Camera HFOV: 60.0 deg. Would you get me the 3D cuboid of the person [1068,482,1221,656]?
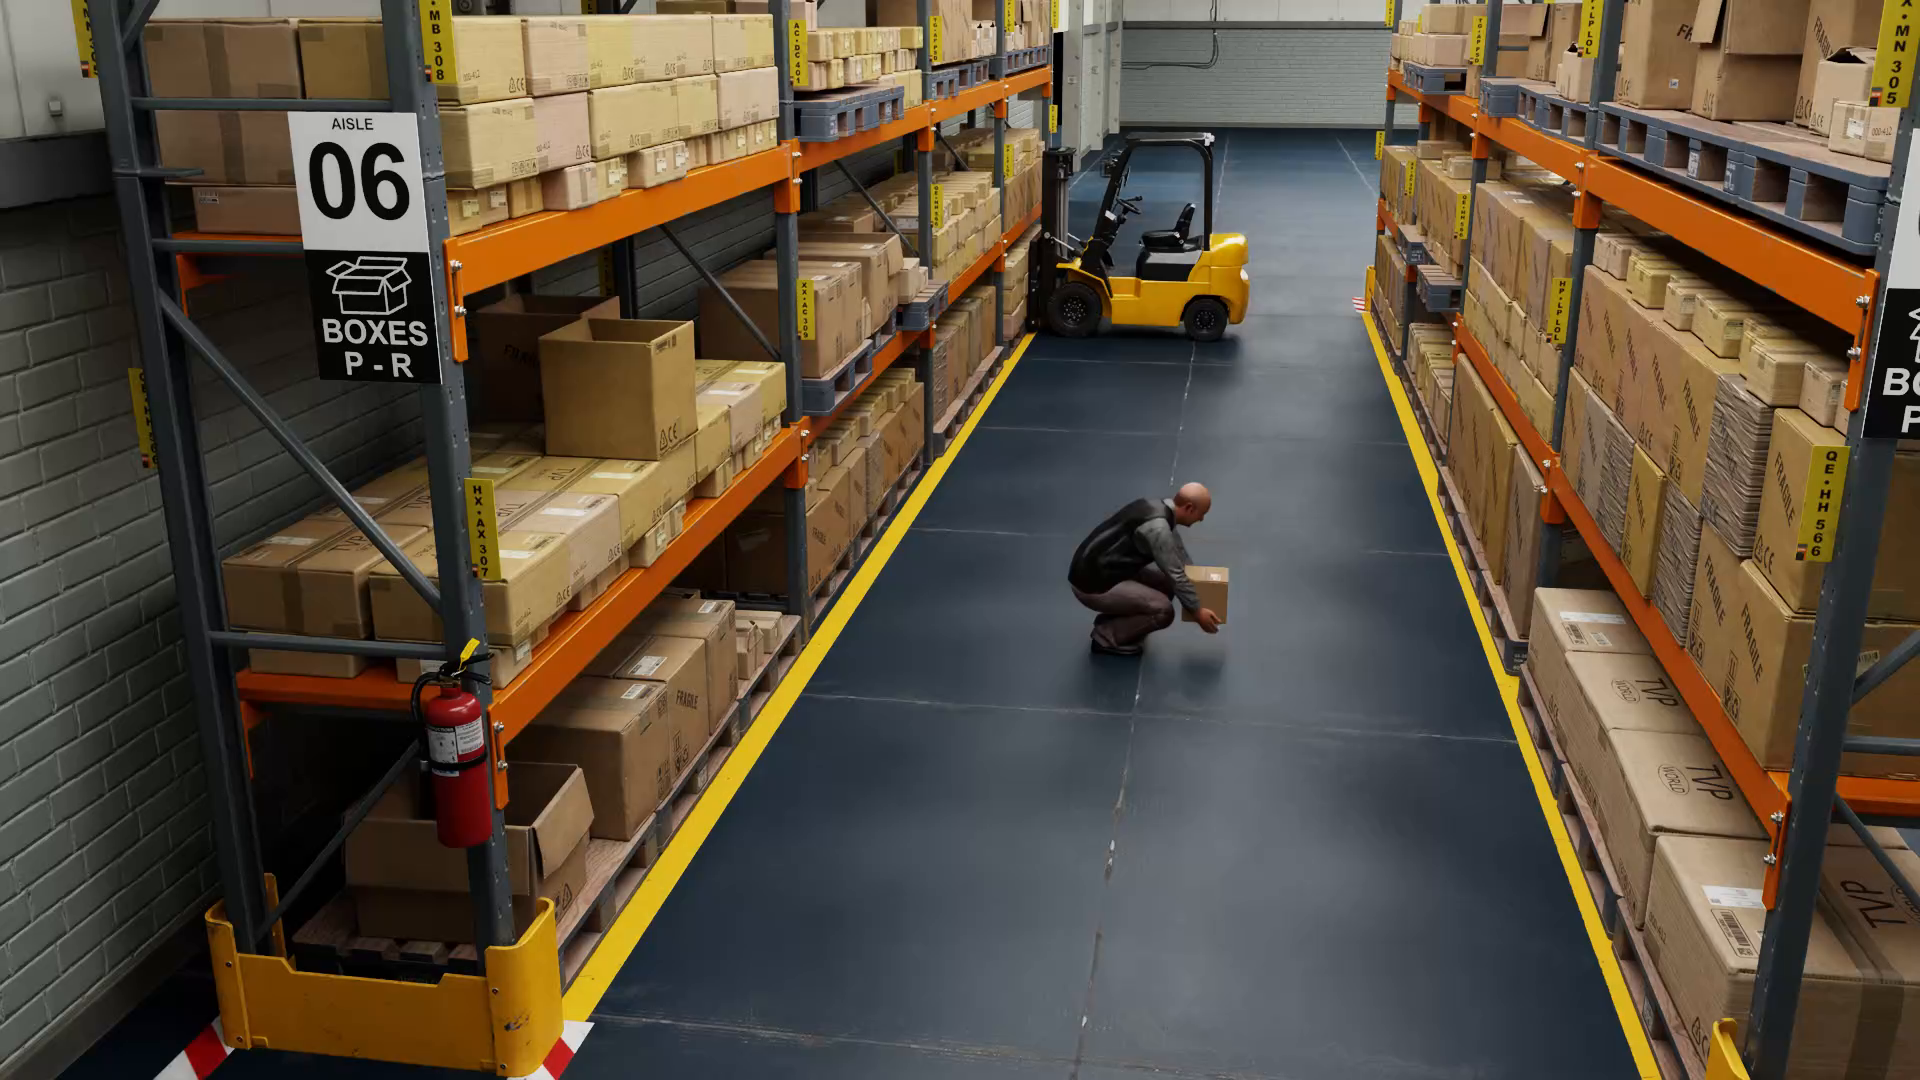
[{"bbox_3d":[1.050,0.147,9.396,0.868,0.967,0.528,3,18,8],"label":"person"}]
